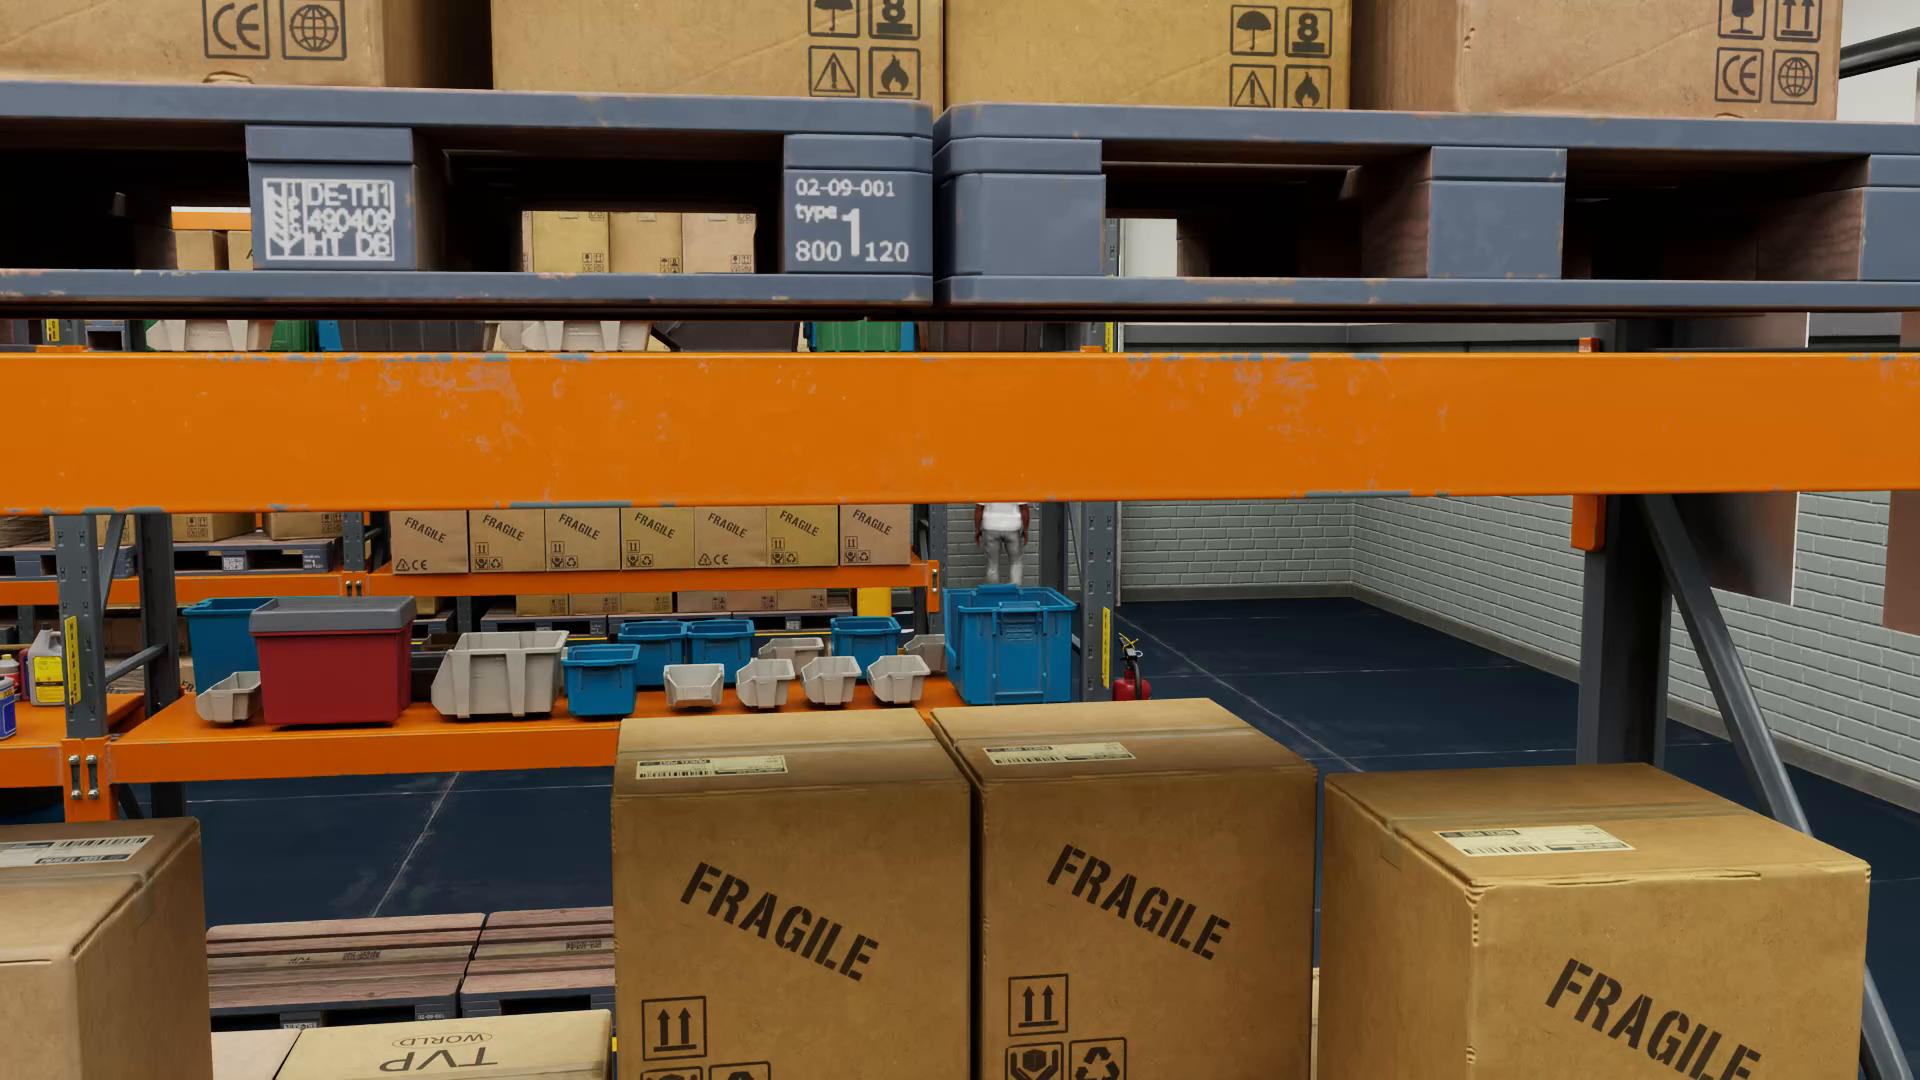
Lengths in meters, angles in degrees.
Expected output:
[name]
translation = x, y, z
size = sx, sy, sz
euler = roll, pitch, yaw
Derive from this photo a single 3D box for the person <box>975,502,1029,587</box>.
[person]
translation = 0.446, -0.090, 17.840
size = 0.582, 1.799, 0.397
euler = 0, 6, -2
